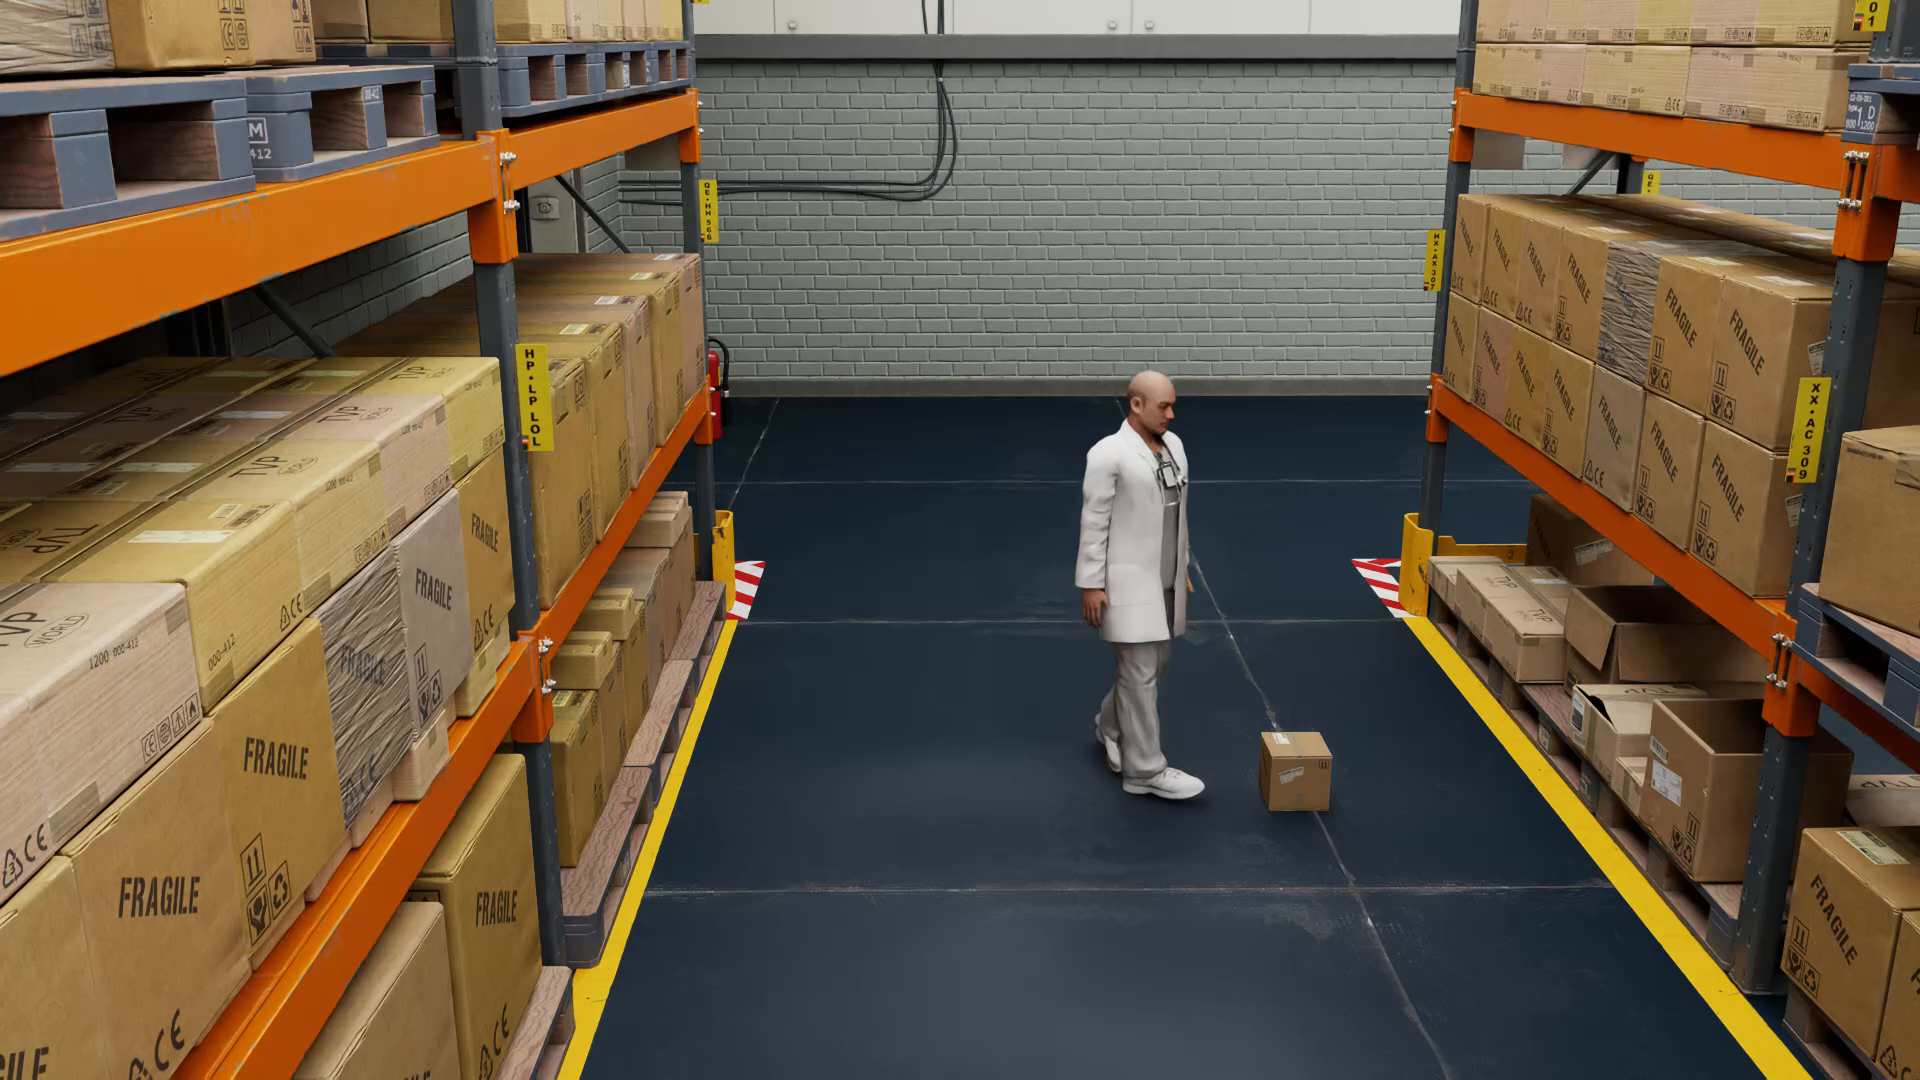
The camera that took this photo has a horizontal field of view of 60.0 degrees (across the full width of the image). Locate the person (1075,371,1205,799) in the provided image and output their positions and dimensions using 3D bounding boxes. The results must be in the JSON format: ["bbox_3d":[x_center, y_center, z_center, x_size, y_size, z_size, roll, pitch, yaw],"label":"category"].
[{"bbox_3d":[0.793,0.186,6.970,0.621,1.786,0.731,-15,22,-40],"label":"person"}]
